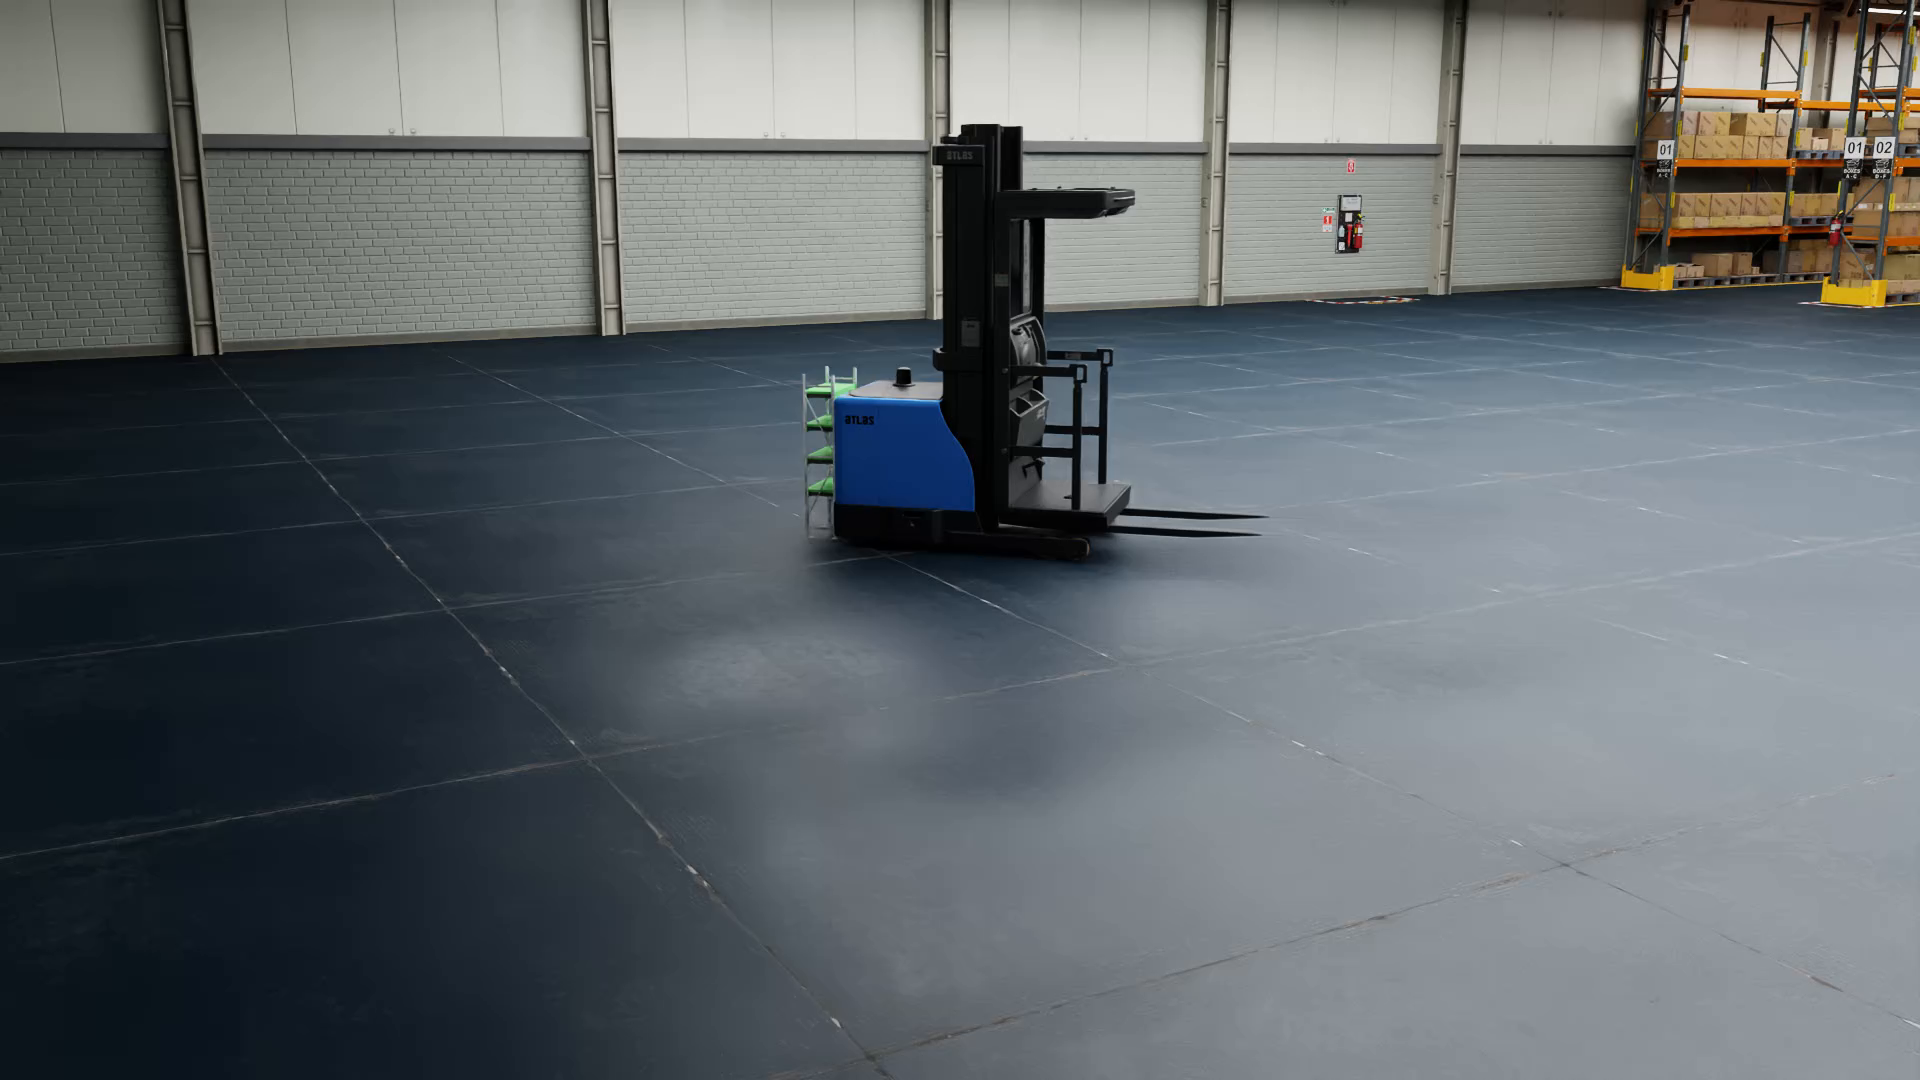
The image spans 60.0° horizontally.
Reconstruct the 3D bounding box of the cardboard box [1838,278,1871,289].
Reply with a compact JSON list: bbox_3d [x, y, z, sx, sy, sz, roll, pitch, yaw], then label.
[{"bbox_3d":[17.936,-5.094,33.220,0.500,0.250,0.500,-7,14,-28],"label":"cardboard box"}]

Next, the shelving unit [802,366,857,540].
[{"bbox_3d":[-0.950,-0.648,12.258,0.258,1.200,0.503,3,13,15],"label":"shelving unit"}]

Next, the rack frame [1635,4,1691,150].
[{"bbox_3d":[15.230,-9.999,36.042,0.127,3.000,1.000,-7,14,-28],"label":"rack frame"}]

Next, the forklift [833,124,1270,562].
[{"bbox_3d":[0.669,-1.408,11.692,3.031,2.935,1.130,3,13,15],"label":"forklift"}]

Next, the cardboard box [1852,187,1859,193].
[{"bbox_3d":[21.688,-8.415,39.960,0.250,0.149,0.380,-10,16,-37],"label":"cardboard box"}]

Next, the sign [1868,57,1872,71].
[{"bbox_3d":[21.982,-11.480,40.135,0.005,0.325,0.100,-7,14,-28],"label":"sign"}]

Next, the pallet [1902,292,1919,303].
[{"bbox_3d":[19.327,-4.973,33.726,1.213,0.211,1.003,-7,14,-28],"label":"pallet"}]

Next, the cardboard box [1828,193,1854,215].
[{"bbox_3d":[20.761,-7.990,39.551,0.500,0.500,0.700,-7,14,-28],"label":"cardboard box"}]

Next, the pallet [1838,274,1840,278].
[{"bbox_3d":[21.565,-6.471,40.382,1.213,0.211,1.003,-7,14,-28],"label":"pallet"}]

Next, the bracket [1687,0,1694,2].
[{"bbox_3d":[15.964,-11.970,36.605,0.430,0.232,0.235,-7,14,-28],"label":"bracket"}]

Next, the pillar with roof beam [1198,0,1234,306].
[{"bbox_3d":[6.960,-8.147,27.814,0.400,9.000,9.100,-7,14,-28],"label":"pillar with roof beam"}]

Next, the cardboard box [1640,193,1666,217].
[{"bbox_3d":[15.542,-7.465,37.035,0.500,0.500,0.500,-7,14,-28],"label":"cardboard box"}]

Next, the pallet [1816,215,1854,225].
[{"bbox_3d":[20.534,-7.604,39.501,1.213,0.211,1.003,-7,14,-28],"label":"pallet"}]

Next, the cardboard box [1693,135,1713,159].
[{"bbox_3d":[16.131,-8.630,36.521,0.500,0.500,0.500,-6,14,-24],"label":"cardboard box"}]

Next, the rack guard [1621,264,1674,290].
[{"bbox_3d":[15.296,-5.860,37.011,0.348,0.500,1.175,-7,14,-28],"label":"rack guard"}]

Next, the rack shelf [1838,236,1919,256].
[{"bbox_3d":[19.362,-5.977,33.474,4.000,0.370,1.077,-7,14,-28],"label":"rack shelf"}]

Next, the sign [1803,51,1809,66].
[{"bbox_3d":[18.984,-10.807,37.327,0.005,0.325,0.100,-7,14,-28],"label":"sign"}]

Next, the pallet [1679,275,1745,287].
[{"bbox_3d":[17.096,-5.926,37.958,1.213,0.211,1.003,-7,14,-28],"label":"pallet"}]

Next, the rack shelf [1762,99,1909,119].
[{"bbox_3d":[20.496,-10.084,38.969,4.000,0.370,1.077,-7,14,-28],"label":"rack shelf"}]

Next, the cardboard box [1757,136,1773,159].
[{"bbox_3d":[17.966,-8.863,37.555,0.500,0.500,0.500,-8,15,-33],"label":"cardboard box"}]

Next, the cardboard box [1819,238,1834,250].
[{"bbox_3d":[20.665,-7.086,39.745,0.500,0.250,0.500,-7,14,-28],"label":"cardboard box"}]

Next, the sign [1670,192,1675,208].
[{"bbox_3d":[15.490,-7.390,36.141,0.005,0.325,0.100,-7,14,-28],"label":"sign"}]

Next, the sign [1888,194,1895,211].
[{"bbox_3d":[17.867,-6.471,31.879,0.005,0.325,0.100,-7,14,-28],"label":"sign"}]

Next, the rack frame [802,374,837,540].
[{"bbox_3d":[-1.014,-0.597,12.028,0.240,1.200,0.015,3,13,15],"label":"rack frame"}]

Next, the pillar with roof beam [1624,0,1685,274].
[{"bbox_3d":[17.492,-9.409,33.423,0.548,9.000,9.100,-7,14,-28],"label":"pillar with roof beam"}]

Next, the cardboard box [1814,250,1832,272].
[{"bbox_3d":[20.275,-6.678,39.643,0.500,0.500,0.700,-7,14,-27],"label":"cardboard box"}]

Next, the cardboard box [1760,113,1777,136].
[{"bbox_3d":[17.952,-9.337,37.385,0.500,0.500,0.500,-6,14,-25],"label":"cardboard box"}]

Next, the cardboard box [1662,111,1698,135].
[{"bbox_3d":[15.684,-9.075,36.220,0.500,0.500,0.500,-8,15,-32],"label":"cardboard box"}]

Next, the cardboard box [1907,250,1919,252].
[{"bbox_3d":[19.683,-5.674,34.087,0.500,0.500,0.500,-7,14,-28],"label":"cardboard box"}]

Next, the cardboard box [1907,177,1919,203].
[{"bbox_3d":[18.528,-6.908,32.789,0.500,0.500,0.700,-7,15,-29],"label":"cardboard box"}]

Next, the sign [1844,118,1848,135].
[{"bbox_3d":[17.359,-8.080,32.514,0.005,0.325,0.100,-7,14,-28],"label":"sign"}]

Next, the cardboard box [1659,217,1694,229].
[{"bbox_3d":[15.810,-6.999,36.671,0.500,0.250,0.500,-7,15,-29],"label":"cardboard box"}]

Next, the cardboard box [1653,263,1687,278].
[{"bbox_3d":[15.880,-6.030,37.194,0.500,0.311,0.500,-9,15,-34],"label":"cardboard box"}]

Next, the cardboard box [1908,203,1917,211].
[{"bbox_3d":[18.504,-6.537,32.618,0.250,0.149,0.380,-7,14,-28],"label":"cardboard box"}]

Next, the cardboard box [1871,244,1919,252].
[{"bbox_3d":[22.960,-7.122,40.862,0.750,0.750,0.750,-7,14,-29],"label":"cardboard box"}]

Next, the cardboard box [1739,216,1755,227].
[{"bbox_3d":[17.595,-7.214,37.630,0.500,0.250,0.500,-7,14,-28],"label":"cardboard box"}]

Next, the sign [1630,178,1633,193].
[{"bbox_3d":[14.981,-7.900,37.023,0.005,0.325,0.100,-7,14,-28],"label":"sign"}]

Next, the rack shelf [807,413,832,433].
[{"bbox_3d":[-0.950,-0.820,12.219,0.258,0.148,0.480,3,13,15],"label":"rack shelf"}]

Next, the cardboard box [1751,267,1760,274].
[{"bbox_3d":[18.285,-6.263,38.557,0.250,0.166,0.380,-9,16,-35],"label":"cardboard box"}]

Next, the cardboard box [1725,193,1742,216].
[{"bbox_3d":[17.135,-7.526,37.308,0.500,0.500,0.500,-6,14,-26],"label":"cardboard box"}]

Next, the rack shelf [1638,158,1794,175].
[{"bbox_3d":[16.985,-8.395,37.385,4.000,0.370,1.077,-7,14,-28],"label":"rack shelf"}]

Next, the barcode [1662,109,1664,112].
[{"bbox_3d":[15.613,-9.536,36.945,0.075,0.075,0.001,-7,14,-28],"label":"barcode"}]

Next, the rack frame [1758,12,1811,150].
[{"bbox_3d":[18.741,-10.419,37.912,0.127,3.000,1.000,-7,14,-28],"label":"rack frame"}]

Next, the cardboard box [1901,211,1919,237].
[{"bbox_3d":[18.481,-6.269,32.906,0.500,0.500,0.700,-6,14,-26],"label":"cardboard box"}]
